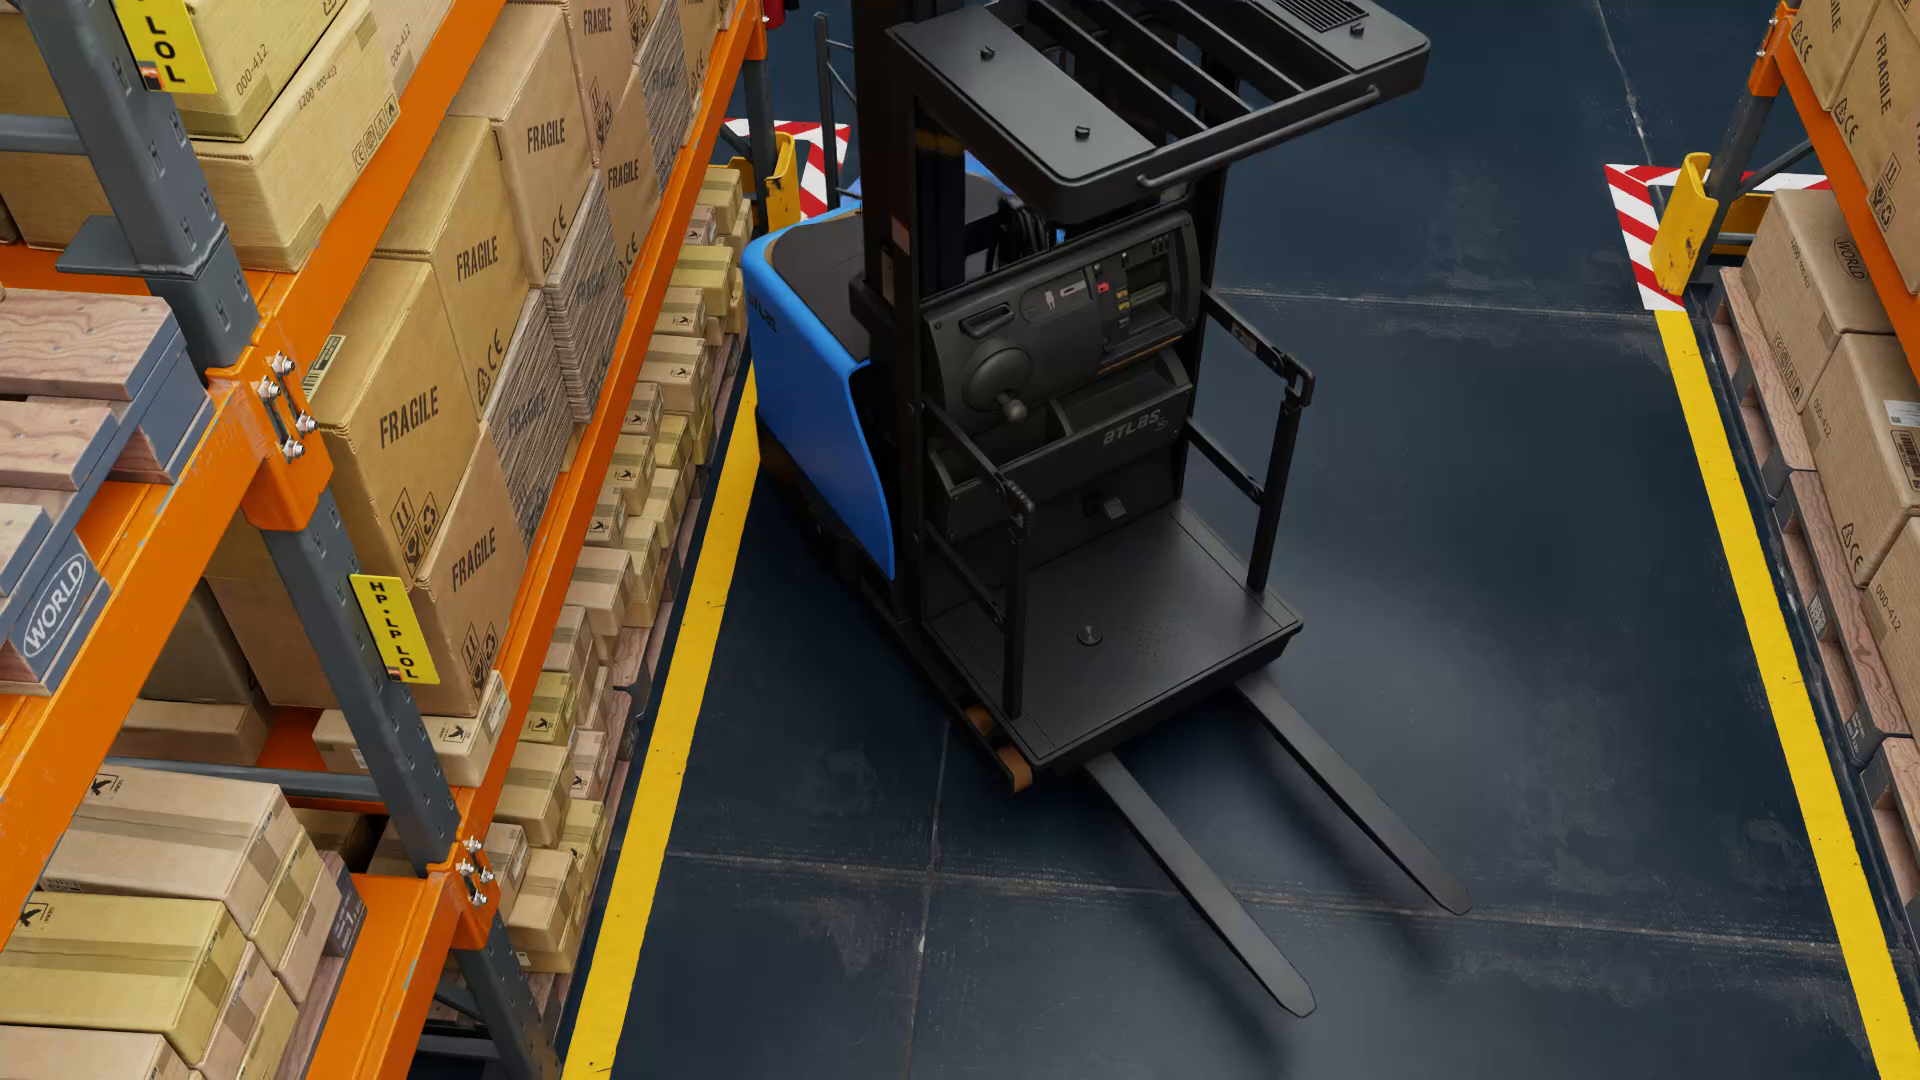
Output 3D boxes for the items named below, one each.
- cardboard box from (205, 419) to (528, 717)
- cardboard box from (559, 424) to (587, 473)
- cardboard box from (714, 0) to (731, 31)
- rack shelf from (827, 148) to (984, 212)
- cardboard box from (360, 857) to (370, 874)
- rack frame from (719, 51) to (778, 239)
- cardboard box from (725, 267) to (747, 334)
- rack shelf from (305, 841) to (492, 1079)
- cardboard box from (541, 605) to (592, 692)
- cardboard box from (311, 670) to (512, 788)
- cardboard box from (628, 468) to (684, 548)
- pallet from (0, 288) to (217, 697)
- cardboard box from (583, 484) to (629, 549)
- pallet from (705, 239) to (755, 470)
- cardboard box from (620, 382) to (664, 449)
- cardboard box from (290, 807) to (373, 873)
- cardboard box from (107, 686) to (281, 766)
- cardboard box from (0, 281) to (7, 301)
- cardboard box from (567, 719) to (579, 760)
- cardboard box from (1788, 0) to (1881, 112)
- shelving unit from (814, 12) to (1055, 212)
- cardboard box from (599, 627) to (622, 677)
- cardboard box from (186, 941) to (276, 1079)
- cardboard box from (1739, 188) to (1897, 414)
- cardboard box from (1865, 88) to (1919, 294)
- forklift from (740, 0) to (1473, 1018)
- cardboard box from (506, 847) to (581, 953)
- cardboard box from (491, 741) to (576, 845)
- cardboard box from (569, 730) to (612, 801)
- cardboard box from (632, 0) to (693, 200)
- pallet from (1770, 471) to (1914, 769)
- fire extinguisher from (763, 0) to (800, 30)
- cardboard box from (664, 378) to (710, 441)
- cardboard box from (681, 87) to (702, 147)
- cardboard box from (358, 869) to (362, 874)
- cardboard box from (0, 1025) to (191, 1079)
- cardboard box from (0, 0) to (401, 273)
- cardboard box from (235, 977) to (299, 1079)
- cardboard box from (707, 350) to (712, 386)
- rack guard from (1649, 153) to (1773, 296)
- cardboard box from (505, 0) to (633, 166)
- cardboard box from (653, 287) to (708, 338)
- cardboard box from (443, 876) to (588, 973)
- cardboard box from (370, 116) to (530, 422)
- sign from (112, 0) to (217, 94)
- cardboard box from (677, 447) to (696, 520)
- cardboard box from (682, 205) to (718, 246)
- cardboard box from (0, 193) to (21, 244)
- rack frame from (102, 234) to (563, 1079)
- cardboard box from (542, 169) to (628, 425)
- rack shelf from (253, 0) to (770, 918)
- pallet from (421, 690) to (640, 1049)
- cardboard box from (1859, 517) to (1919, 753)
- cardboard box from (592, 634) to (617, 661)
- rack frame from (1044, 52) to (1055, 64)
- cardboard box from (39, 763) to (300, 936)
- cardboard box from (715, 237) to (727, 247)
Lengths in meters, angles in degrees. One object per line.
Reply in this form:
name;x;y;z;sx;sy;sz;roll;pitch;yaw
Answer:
cardboard box;-1.365;0.054;3.898;0.500;0.500;0.500;3;48;3
cardboard box;-1.269;-0.341;4.699;0.380;0.149;0.250;5;48;4
cardboard box;-1.081;-2.191;5.951;0.500;0.500;0.500;5;48;4
rack shelf;-0.066;-1.505;6.854;0.538;0.185;1.000;20;51;17
cardboard box;-1.965;1.045;4.909;0.380;0.149;0.250;4;48;4
rack frame;-1.297;-2.404;6.416;1.000;3.000;0.127;4;48;4
cardboard box;-1.060;-0.987;6.767;0.380;0.149;0.250;5;48;5
rack shelf;-1.844;2.248;2.649;1.077;0.370;4.000;4;48;4
cardboard box;-1.364;0.335;5.155;0.380;0.149;0.250;3;48;3
cardboard box;-1.310;0.434;3.991;0.380;0.149;0.250;5;48;5
cardboard box;-1.180;-0.122;5.775;0.380;0.149;0.250;4;48;4
pallet;-1.824;0.033;2.282;1.213;0.211;1.003;4;48;4
cardboard box;-1.317;-0.052;5.509;0.380;0.149;0.250;2;48;2
pallet;-1.413;-0.812;6.850;1.003;0.211;1.213;4;48;4
cardboard box;-1.260;-0.425;5.850;0.380;0.149;0.250;2;48;2
cardboard box;-1.888;0.876;4.660;0.380;0.149;0.250;5;48;5
cardboard box;-1.868;0.394;4.027;0.380;0.149;0.250;3;48;3
cardboard box;-1.805;-0.381;2.181;0.700;0.500;0.500;4;48;4
cardboard box;-1.390;0.637;5.080;0.380;0.149;0.250;4;48;3
cardboard box;3.312;-1.846;5.838;0.500;0.500;0.500;4;48;3
shelving unit;-0.066;-1.627;6.722;0.538;1.500;1.048;20;51;17
cardboard box;-1.350;0.338;5.555;0.380;0.149;0.250;2;48;2
cardboard box;-1.524;0.877;3.099;0.380;0.149;0.250;4;48;4
cardboard box;3.681;-0.931;6.520;0.875;0.438;0.875;2;48;2
cardboard box;3.230;-1.100;5.155;0.500;0.500;0.500;4;48;3
forklift;0.438;-0.559;4.775;1.130;2.935;3.031;-25;52;-21
cardboard box;-1.310;1.010;4.739;0.380;0.149;0.250;6;48;5
cardboard box;-1.339;0.717;4.805;0.380;0.149;0.250;6;48;5
cardboard box;-1.313;0.728;5.199;0.380;0.149;0.250;4;48;3
cardboard box;-1.170;-1.439;5.264;0.500;0.500;0.500;4;48;4
pallet;3.533;0.283;5.849;1.003;0.211;1.213;4;48;4
fire extinguisher;-0.814;-2.406;6.723;0.296;0.674;0.183;4;48;4
cardboard box;-1.141;-0.514;6.133;0.380;0.149;0.250;5;48;4
cardboard box;-1.113;-1.506;5.765;0.380;0.149;0.250;5;48;5
cardboard box;-1.949;1.002;4.746;0.380;0.149;0.250;5;48;4
cardboard box;-1.553;0.973;2.810;0.380;0.149;0.250;2;48;2
cardboard box;-1.356;-0.749;2.971;0.500;0.250;0.500;6;48;5
cardboard box;-1.523;0.975;3.212;0.380;0.149;0.250;4;48;4
cardboard box;-1.179;-0.616;6.428;0.380;0.149;0.250;4;48;4
rack guard;3.644;-1.319;7.118;1.175;0.500;0.348;4;48;4
cardboard box;-1.220;-1.379;4.531;0.500;0.500;0.500;2;48;2
cardboard box;-1.156;-0.813;6.205;0.380;0.149;0.250;2;48;2
cardboard box;-1.308;1.110;4.850;0.380;0.149;0.250;2;48;2
cardboard box;-1.345;-0.633;3.850;0.500;0.500;0.500;3;48;2
sign;-1.108;-0.750;2.253;0.100;0.325;0.005;4;48;4
cardboard box;-1.185;-0.225;6.071;0.380;0.149;0.250;5;48;4
cardboard box;-1.173;-1.198;6.557;0.380;0.149;0.250;5;48;4
cardboard box;-1.885;-0.805;3.023;0.500;0.250;0.500;5;48;4
rack frame;-1.661;0.535;3.728;1.000;3.000;0.127;4;48;4
cardboard box;-1.245;-0.678;4.568;0.500;0.500;0.500;3;48;3
rack shelf;-1.479;-0.692;5.337;1.077;0.370;4.000;4;48;4
pallet;-1.635;0.981;5.210;1.003;0.211;1.213;4;48;4
cardboard box;3.522;0.405;5.299;0.875;0.438;0.875;3;48;2
cardboard box;-1.314;0.238;5.445;0.380;0.149;0.250;6;48;5
rack frame;0.160;-1.963;7.029;0.500;1.500;0.032;20;51;17
cardboard box;-1.503;0.586;3.164;0.380;0.149;0.250;6;48;5
cardboard box;-1.138;-1.089;6.659;0.380;0.149;0.250;3;48;3
